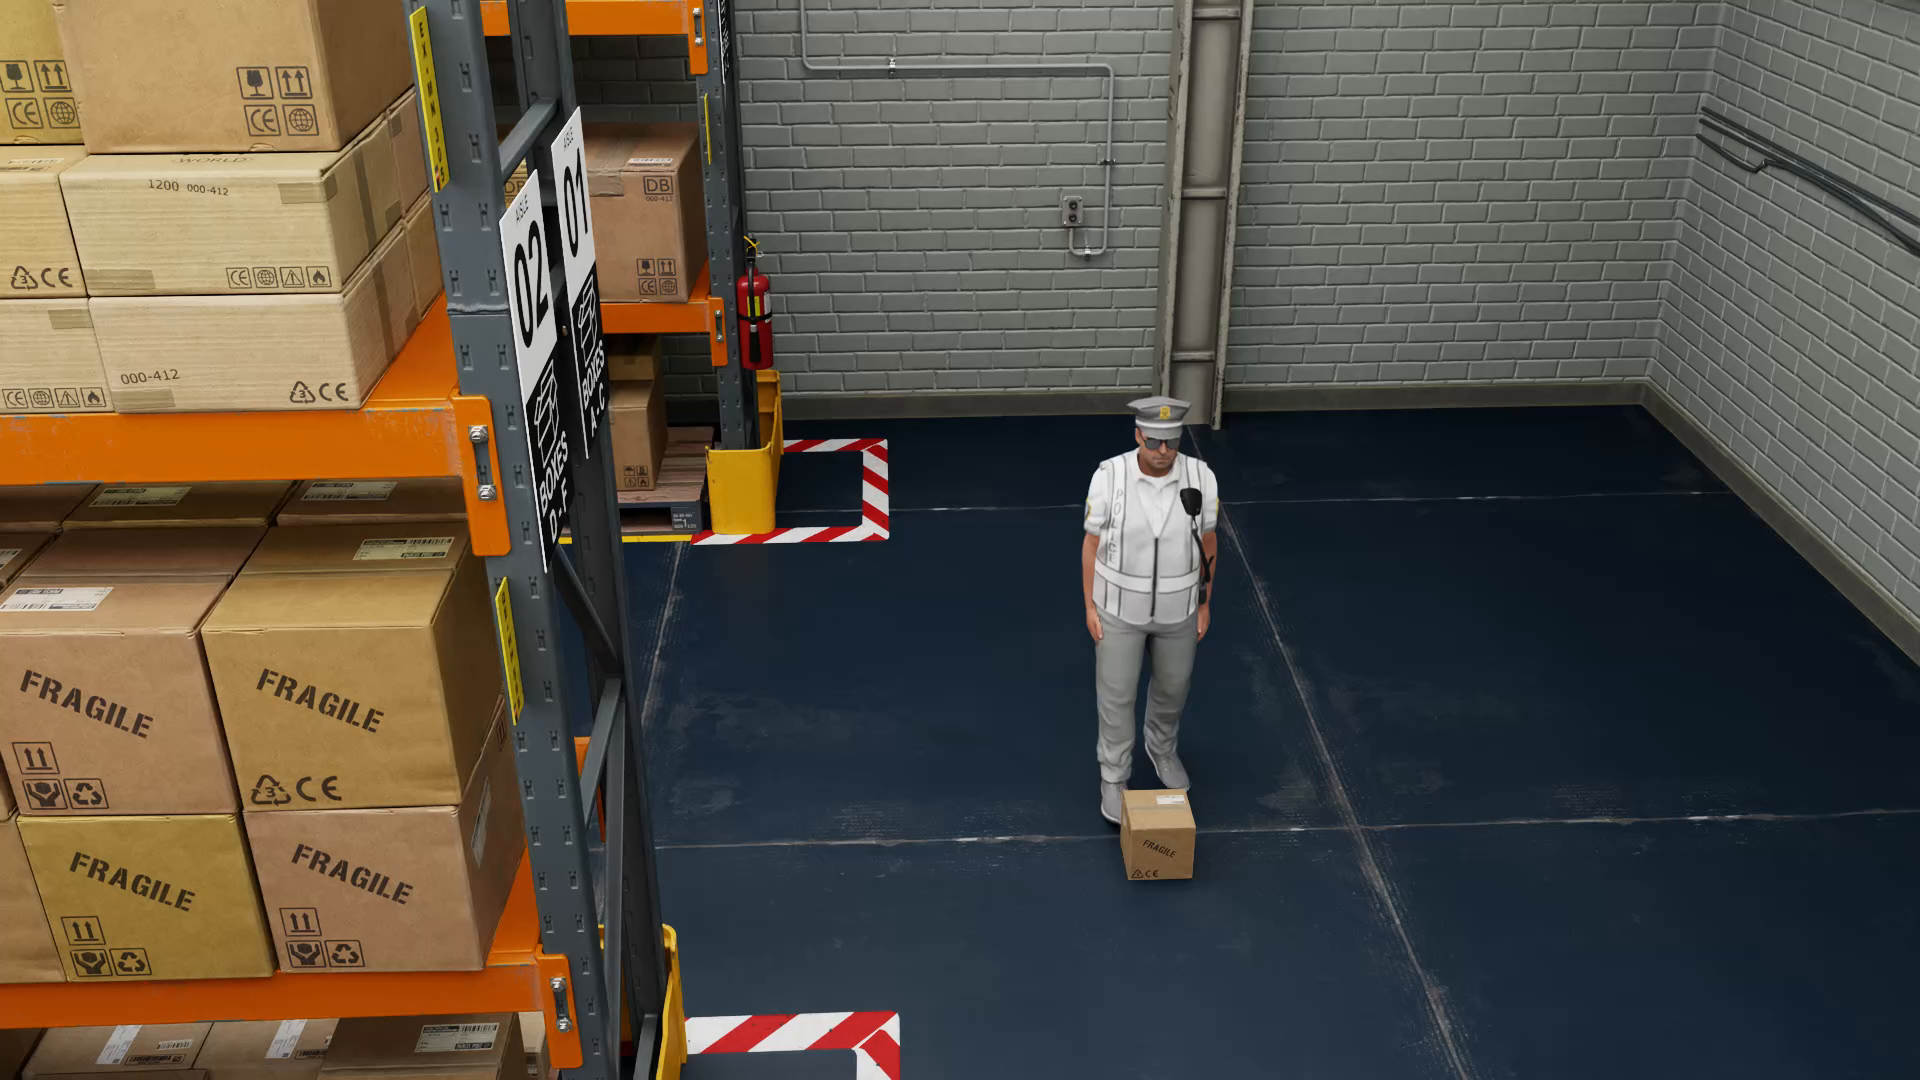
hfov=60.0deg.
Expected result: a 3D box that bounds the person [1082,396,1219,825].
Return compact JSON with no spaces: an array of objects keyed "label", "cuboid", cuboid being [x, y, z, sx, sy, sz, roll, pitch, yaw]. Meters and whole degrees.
[{"label":"person","cuboid":[0.747,0.283,6.585,0.531,1.793,0.554,-1,27,-2]}]
